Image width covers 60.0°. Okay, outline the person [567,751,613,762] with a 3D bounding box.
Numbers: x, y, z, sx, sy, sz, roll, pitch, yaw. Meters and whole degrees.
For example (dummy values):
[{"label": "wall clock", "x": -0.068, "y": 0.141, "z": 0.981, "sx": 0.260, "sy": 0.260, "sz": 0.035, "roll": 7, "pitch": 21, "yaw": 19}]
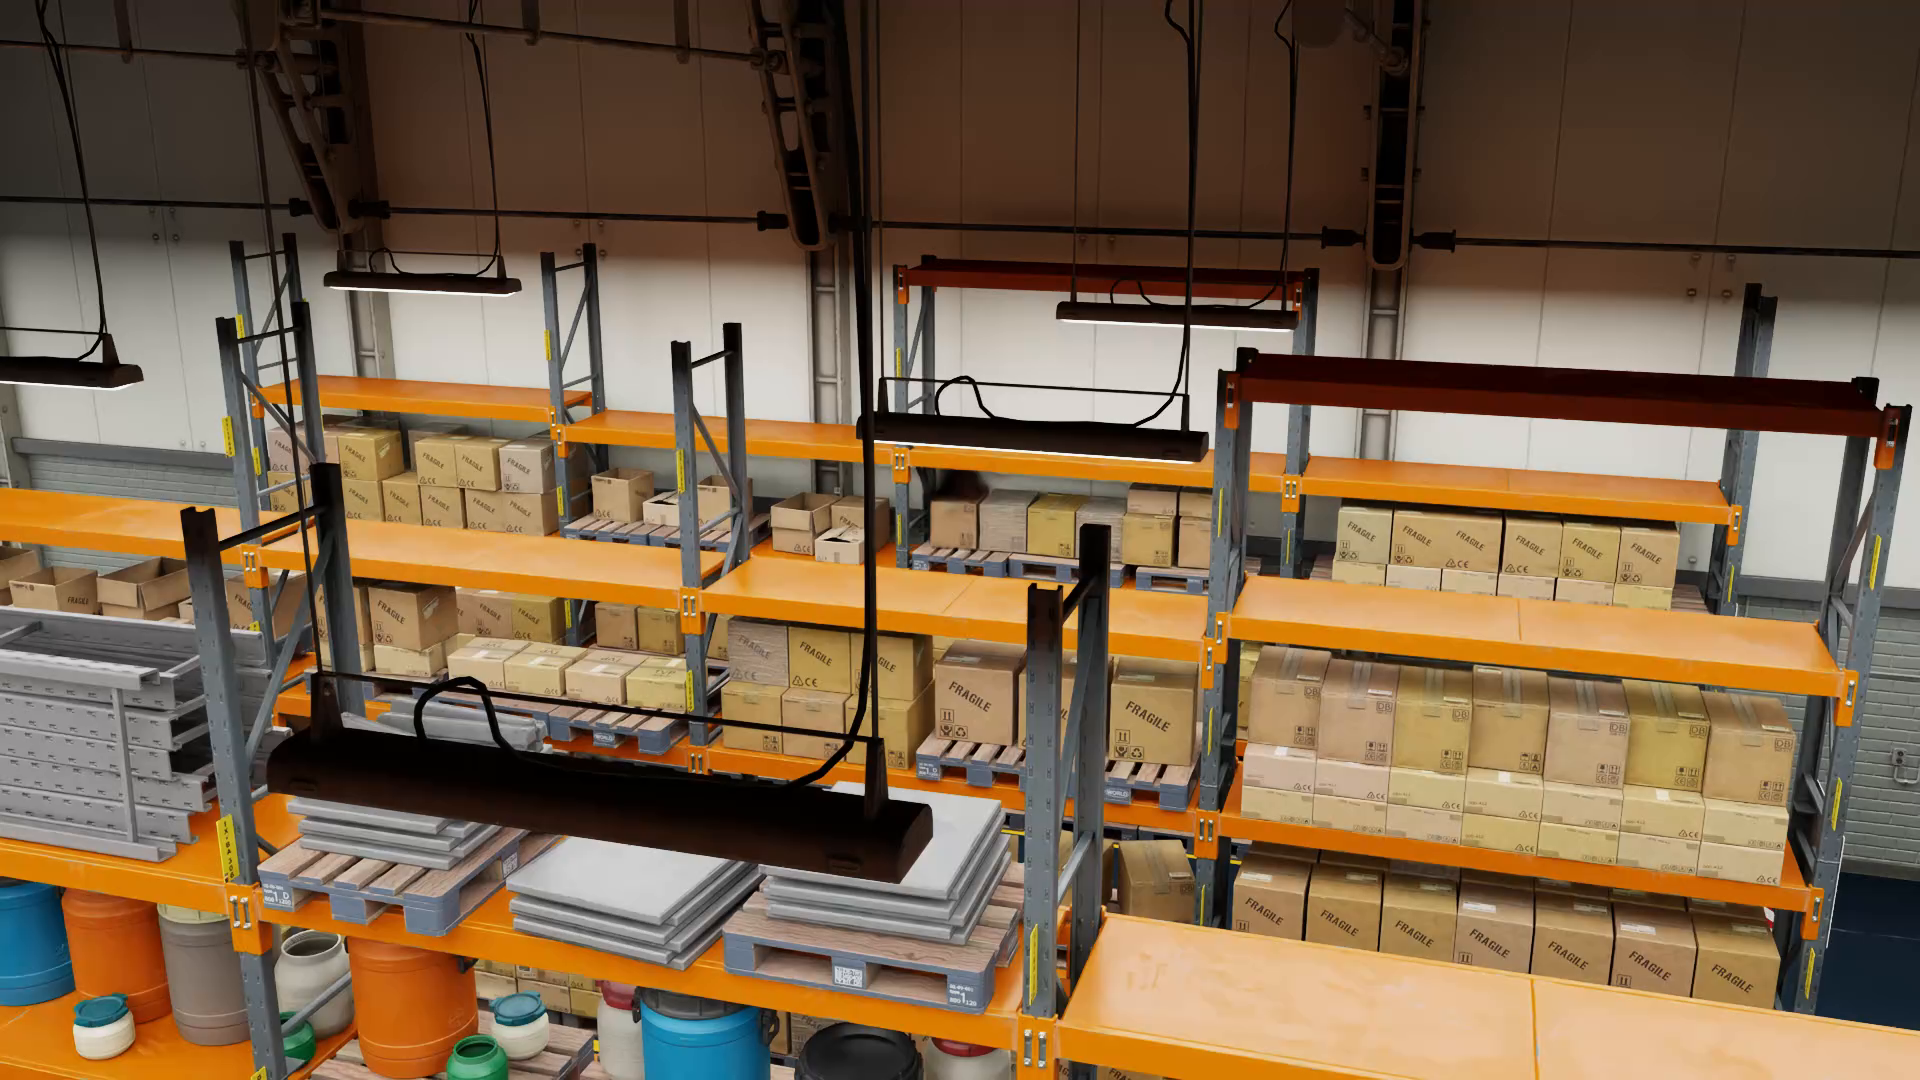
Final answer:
[{"label": "person", "x": -3.961, "y": 2.213, "z": 17.907, "sx": 0.641, "sy": 1.806, "sz": 0.423, "roll": 0, "pitch": 16, "yaw": 0}]
